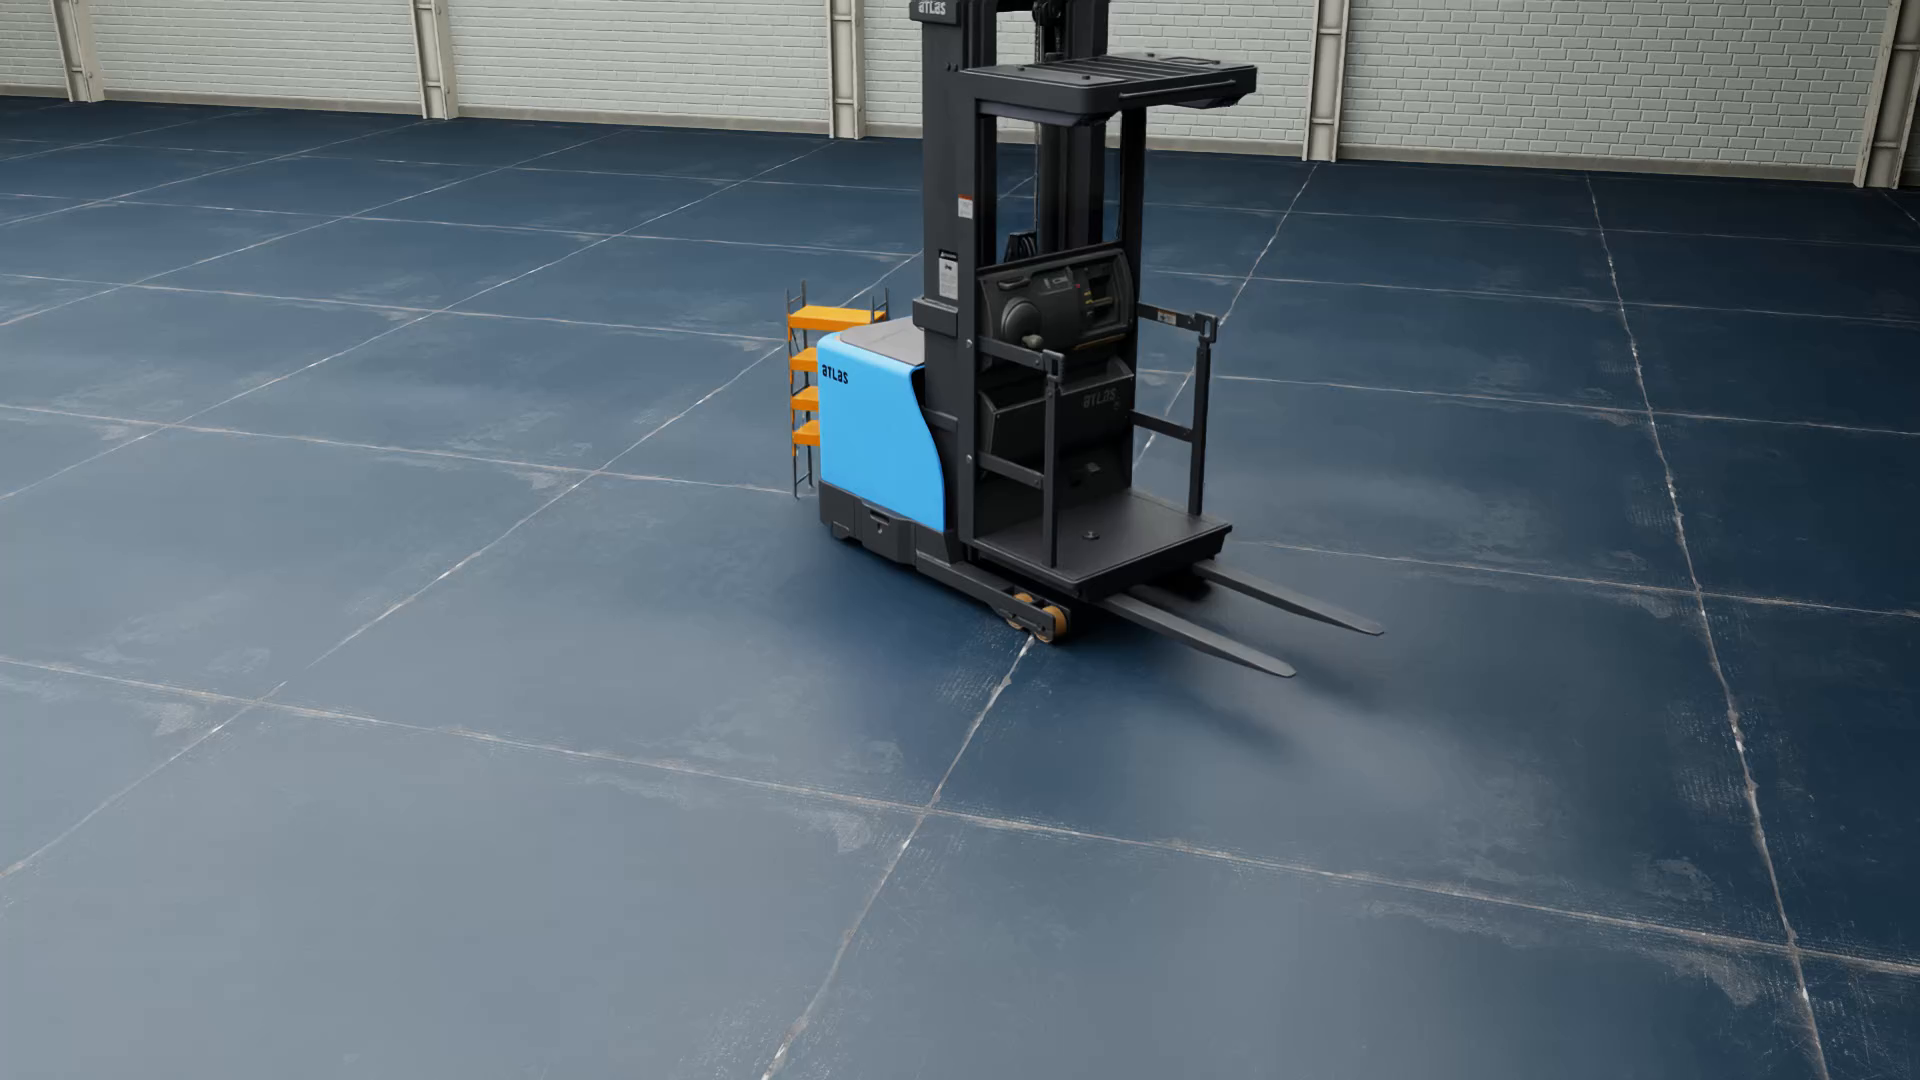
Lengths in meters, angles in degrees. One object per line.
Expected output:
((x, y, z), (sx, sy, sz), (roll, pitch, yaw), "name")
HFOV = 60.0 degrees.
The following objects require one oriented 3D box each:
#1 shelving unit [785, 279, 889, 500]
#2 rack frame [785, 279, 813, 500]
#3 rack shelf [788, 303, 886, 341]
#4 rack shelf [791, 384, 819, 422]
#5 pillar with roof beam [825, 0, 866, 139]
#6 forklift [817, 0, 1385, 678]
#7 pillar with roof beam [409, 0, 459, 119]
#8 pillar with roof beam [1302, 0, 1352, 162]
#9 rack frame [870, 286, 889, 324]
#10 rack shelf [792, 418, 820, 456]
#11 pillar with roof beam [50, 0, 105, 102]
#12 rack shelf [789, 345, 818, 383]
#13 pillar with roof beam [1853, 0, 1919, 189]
((-0.658, -0.795, 9.127), (0.503, 1.200, 0.258), (7, 23, 17), "shelving unit")
((-0.890, -0.824, 9.198), (0.015, 1.200, 0.240), (7, 23, 17), "rack frame")
((-0.658, -1.158, 8.977), (0.480, 0.148, 0.258), (7, 23, 17), "rack shelf")
((-0.658, -0.733, 9.152), (0.480, 0.148, 0.258), (7, 23, 17), "rack shelf")
((-2.689, -7.803, 15.936), (0.400, 9.000, 9.100), (7, 23, 16), "pillar with roof beam")
((0.601, -1.103, 7.597), (1.130, 2.935, 3.031), (-18, 29, -38), "forklift")
((-8.433, -8.461, 17.539), (0.400, 9.000, 9.100), (7, 23, 16), "pillar with roof beam")
((3.055, -7.146, 14.332), (0.400, 9.000, 9.100), (7, 23, 16), "pillar with roof beam")
((-0.427, -0.765, 9.055), (0.015, 1.200, 0.240), (7, 23, 17), "rack frame")
((-0.658, -0.549, 9.228), (0.480, 0.148, 0.258), (7, 23, 17), "rack shelf")
((-14.177, -9.119, 19.143), (0.400, 9.000, 9.100), (7, 23, 16), "pillar with roof beam")
((-0.658, -0.940, 9.067), (0.480, 0.148, 0.258), (7, 23, 17), "rack shelf")
((8.799, -6.488, 12.729), (0.400, 9.000, 9.100), (7, 23, 16), "pillar with roof beam")
